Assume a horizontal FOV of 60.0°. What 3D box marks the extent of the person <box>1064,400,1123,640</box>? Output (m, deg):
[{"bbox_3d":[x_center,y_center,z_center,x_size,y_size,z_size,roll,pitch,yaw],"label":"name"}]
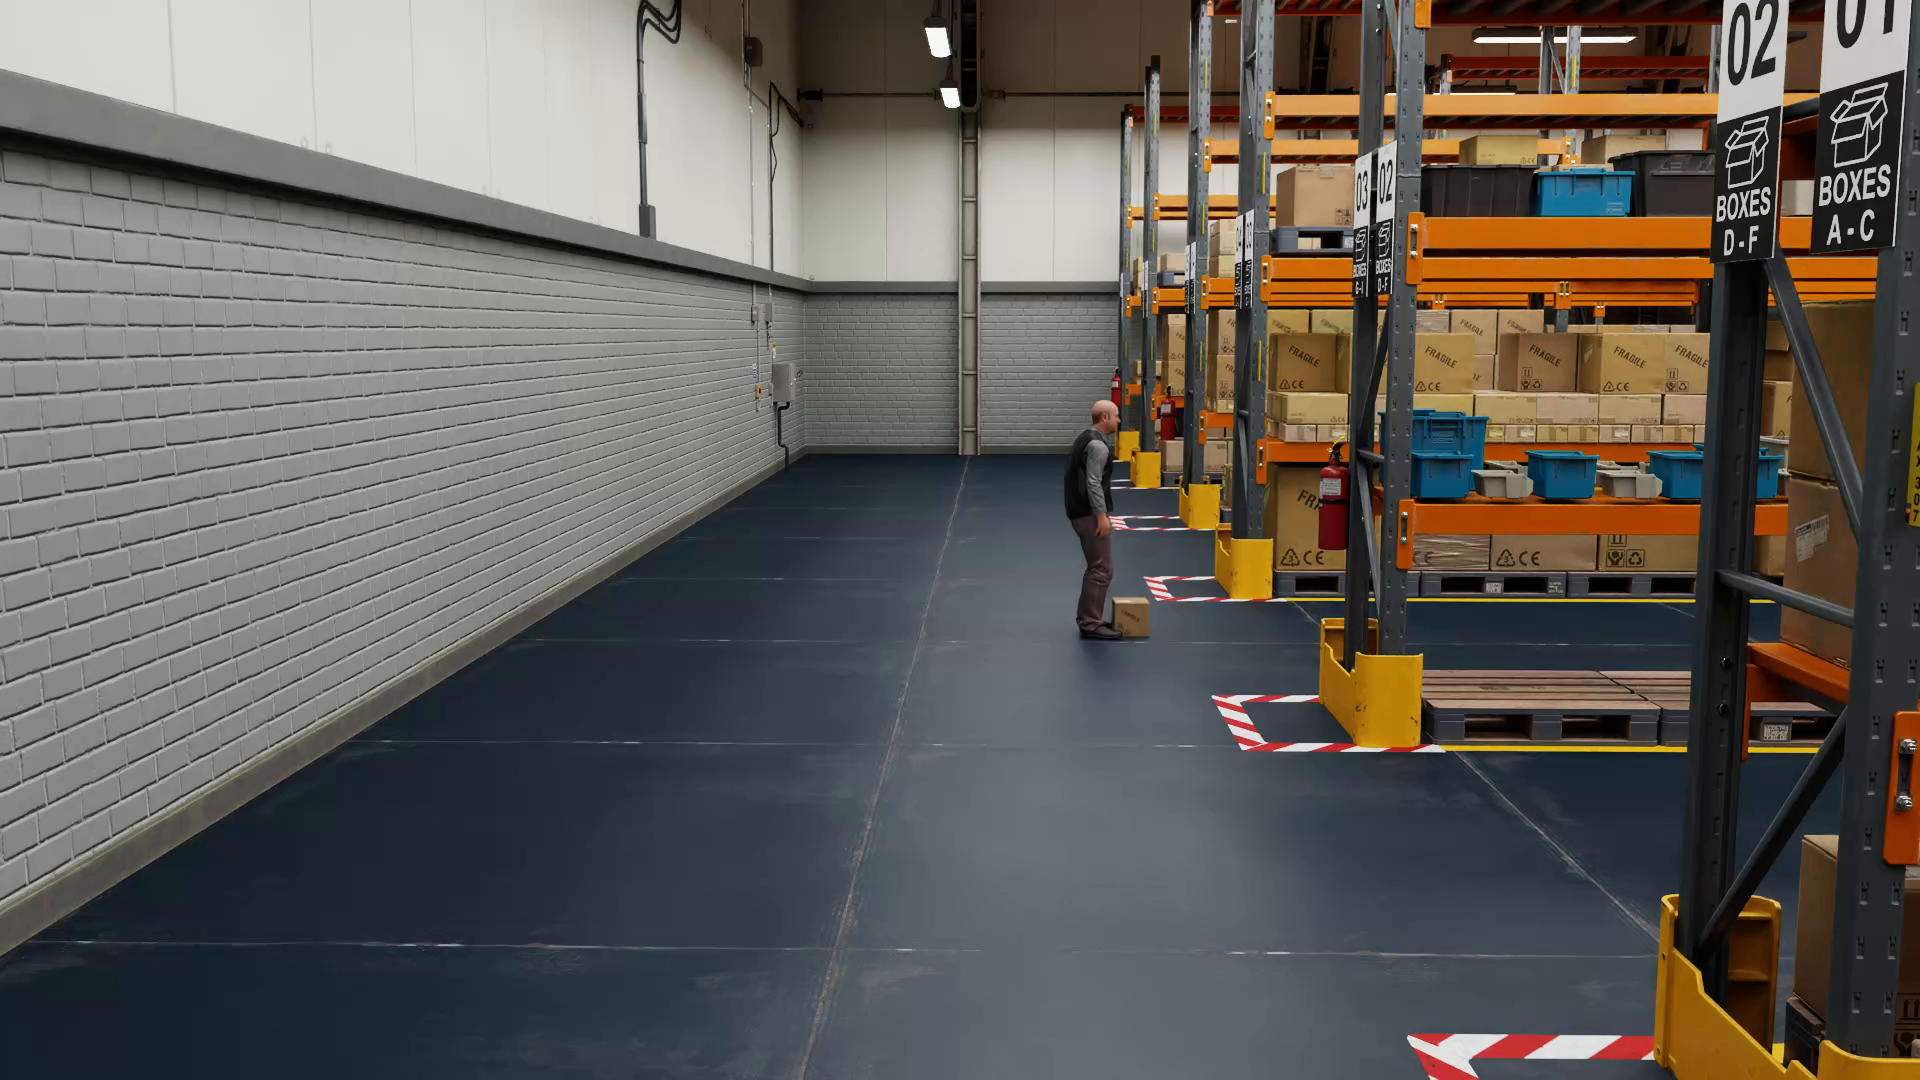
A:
[{"bbox_3d":[0.971,-0.162,12.157,0.425,1.719,0.579,0,7,-1],"label":"person"}]
